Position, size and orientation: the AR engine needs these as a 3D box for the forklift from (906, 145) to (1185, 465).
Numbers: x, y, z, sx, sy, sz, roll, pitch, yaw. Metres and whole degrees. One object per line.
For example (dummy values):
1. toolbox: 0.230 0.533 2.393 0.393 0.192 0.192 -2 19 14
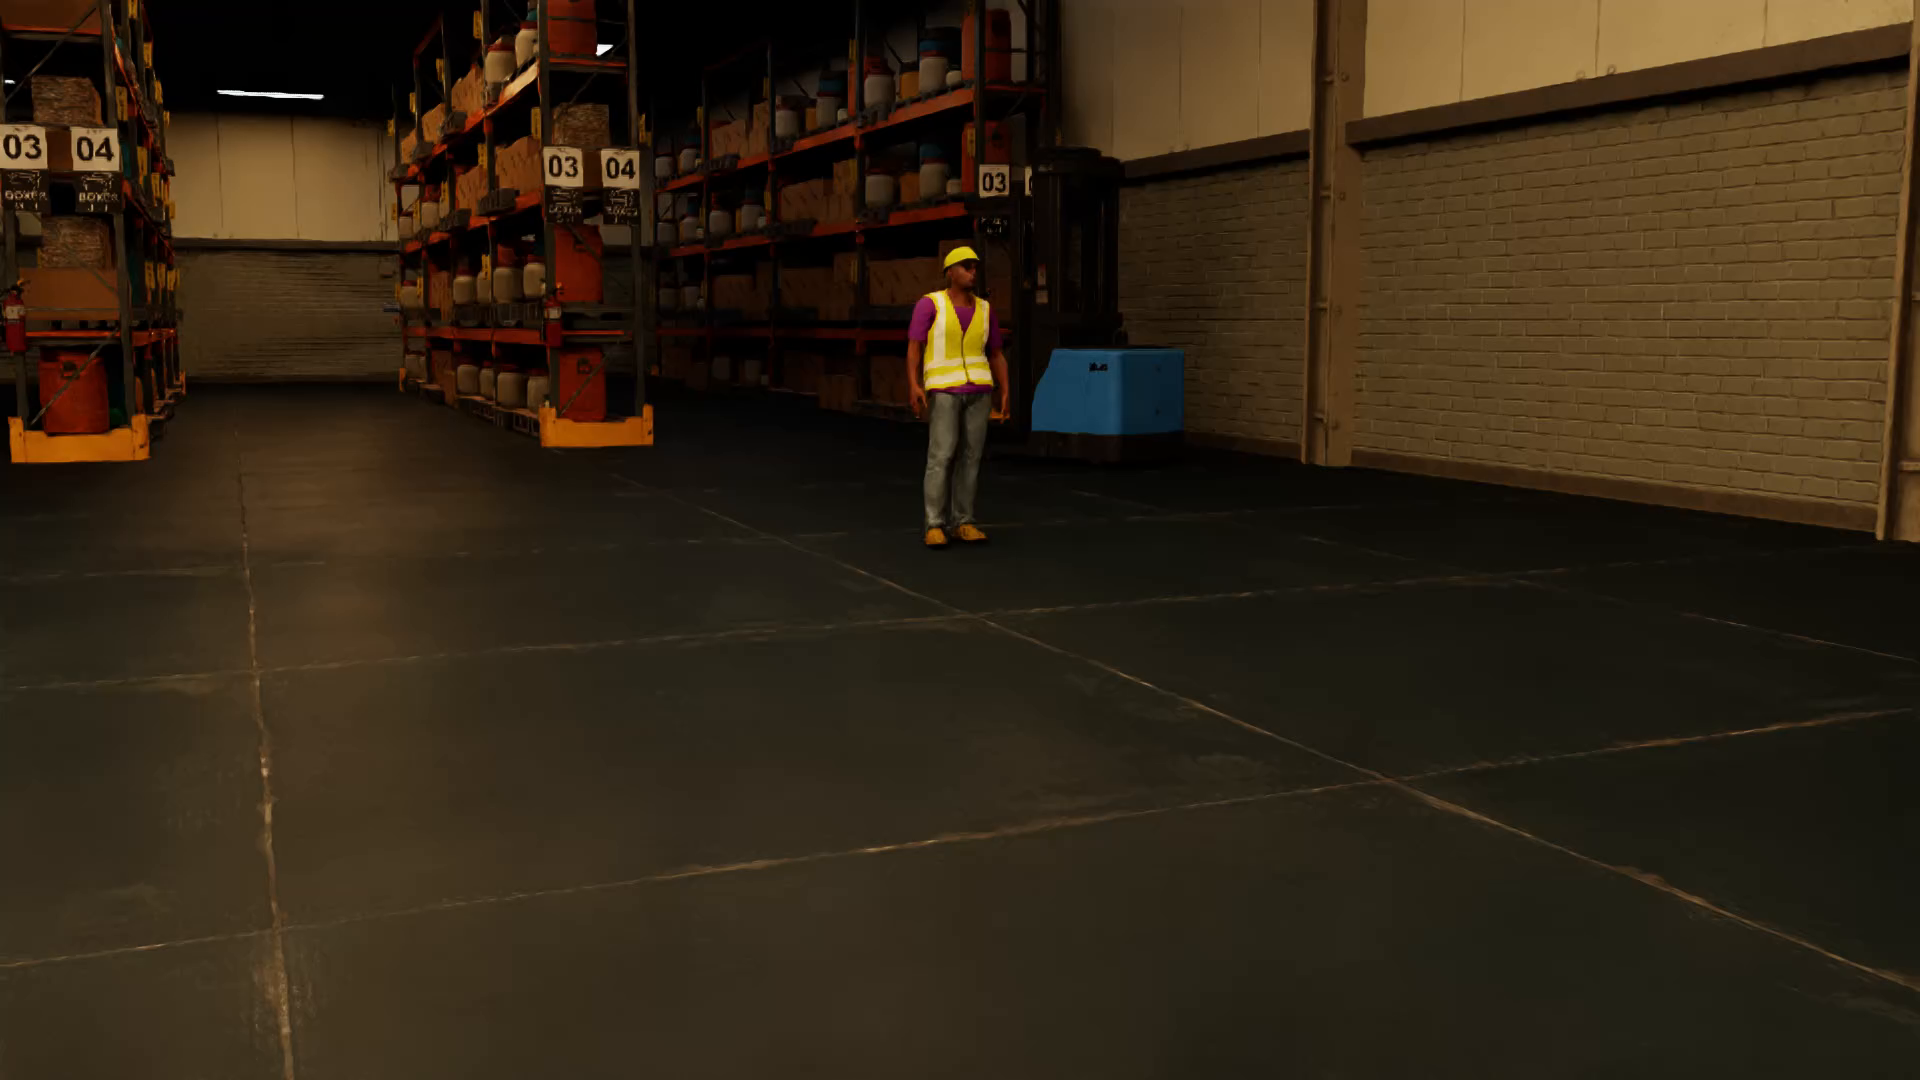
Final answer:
1. forklift: 0.728 -2.270 16.161 1.130 2.935 3.031 -7 10 -43

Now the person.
1. person: 0.023 -0.874 9.972 0.665 1.766 0.576 -3 8 -23
